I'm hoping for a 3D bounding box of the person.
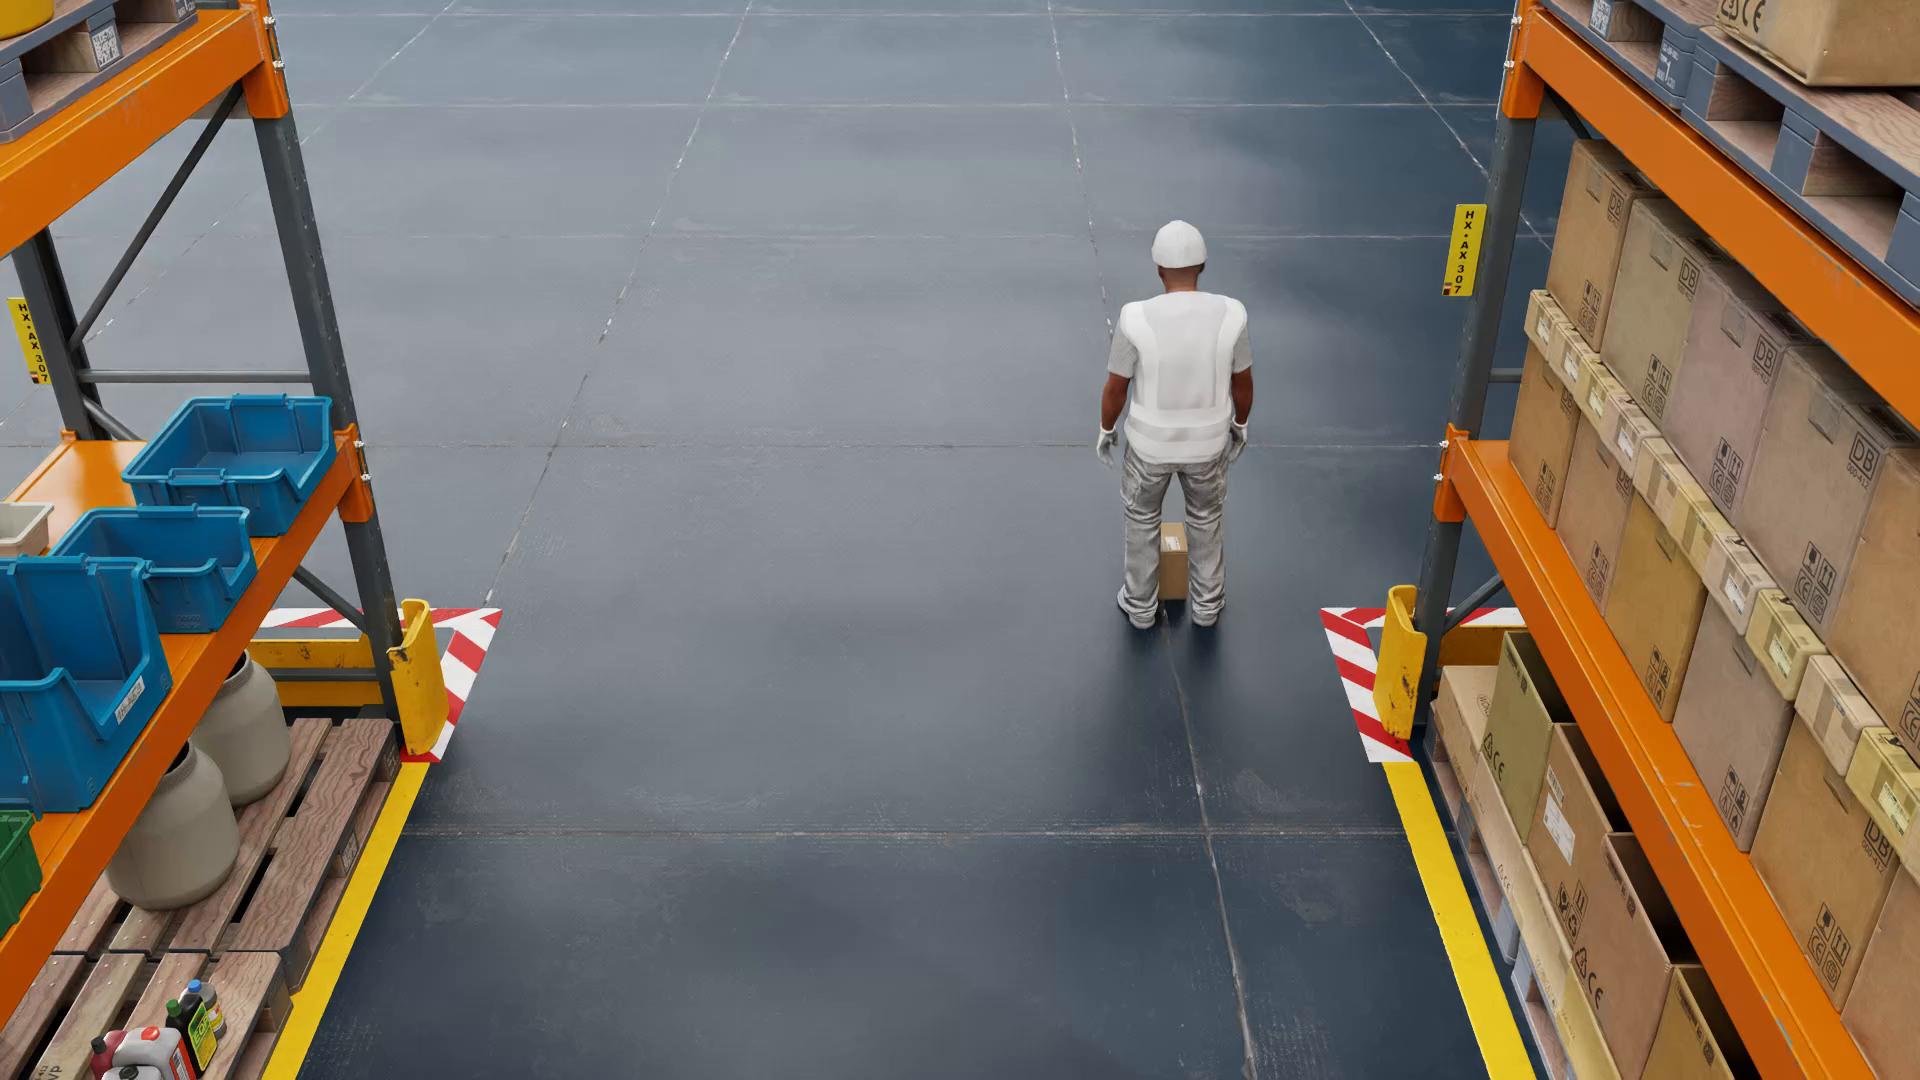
[{"bbox_3d":[0.881,-0.437,6.842,0.632,1.776,0.444,-1,31,-2],"label":"person"}]
